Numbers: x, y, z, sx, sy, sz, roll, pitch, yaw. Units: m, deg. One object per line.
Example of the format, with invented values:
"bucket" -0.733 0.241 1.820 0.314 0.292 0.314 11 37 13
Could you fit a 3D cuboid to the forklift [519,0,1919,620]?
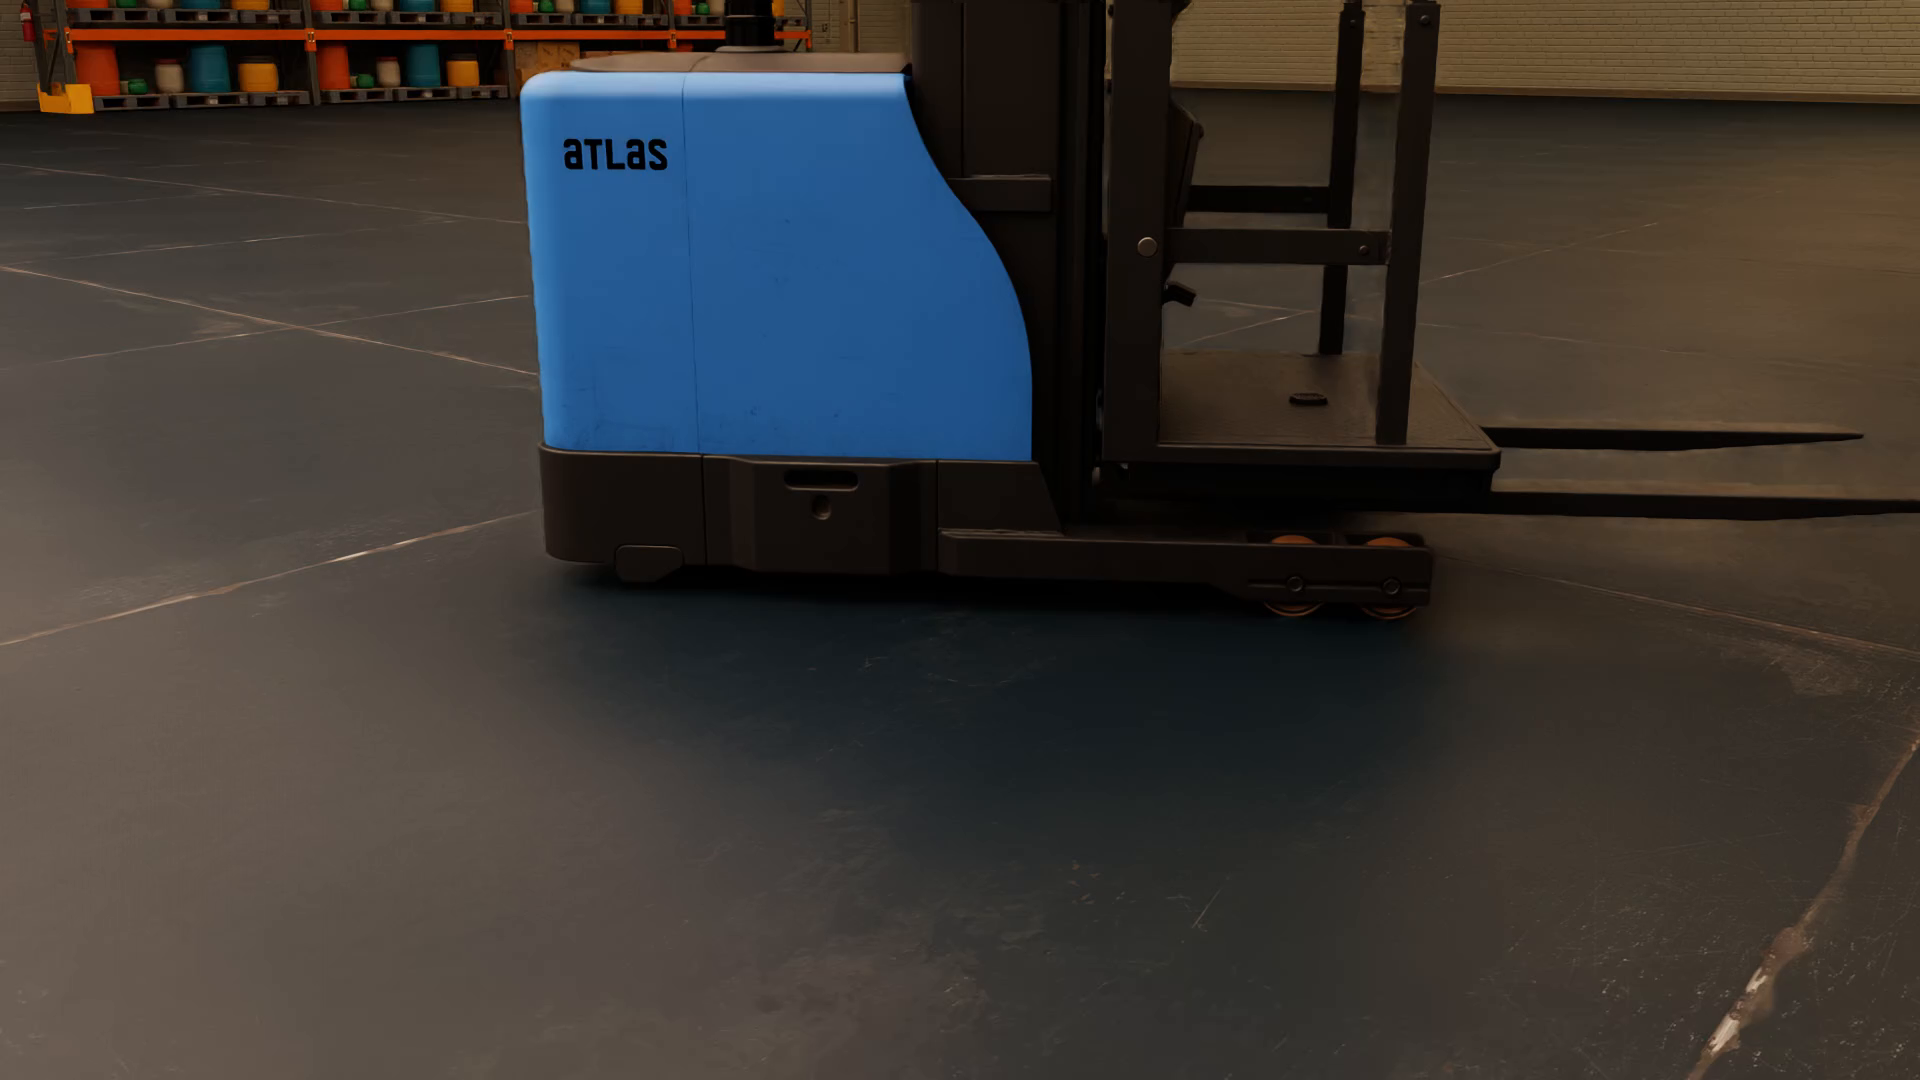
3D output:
"forklift" 0.644 -1.401 3.510 3.031 2.935 1.130 2 17 5
